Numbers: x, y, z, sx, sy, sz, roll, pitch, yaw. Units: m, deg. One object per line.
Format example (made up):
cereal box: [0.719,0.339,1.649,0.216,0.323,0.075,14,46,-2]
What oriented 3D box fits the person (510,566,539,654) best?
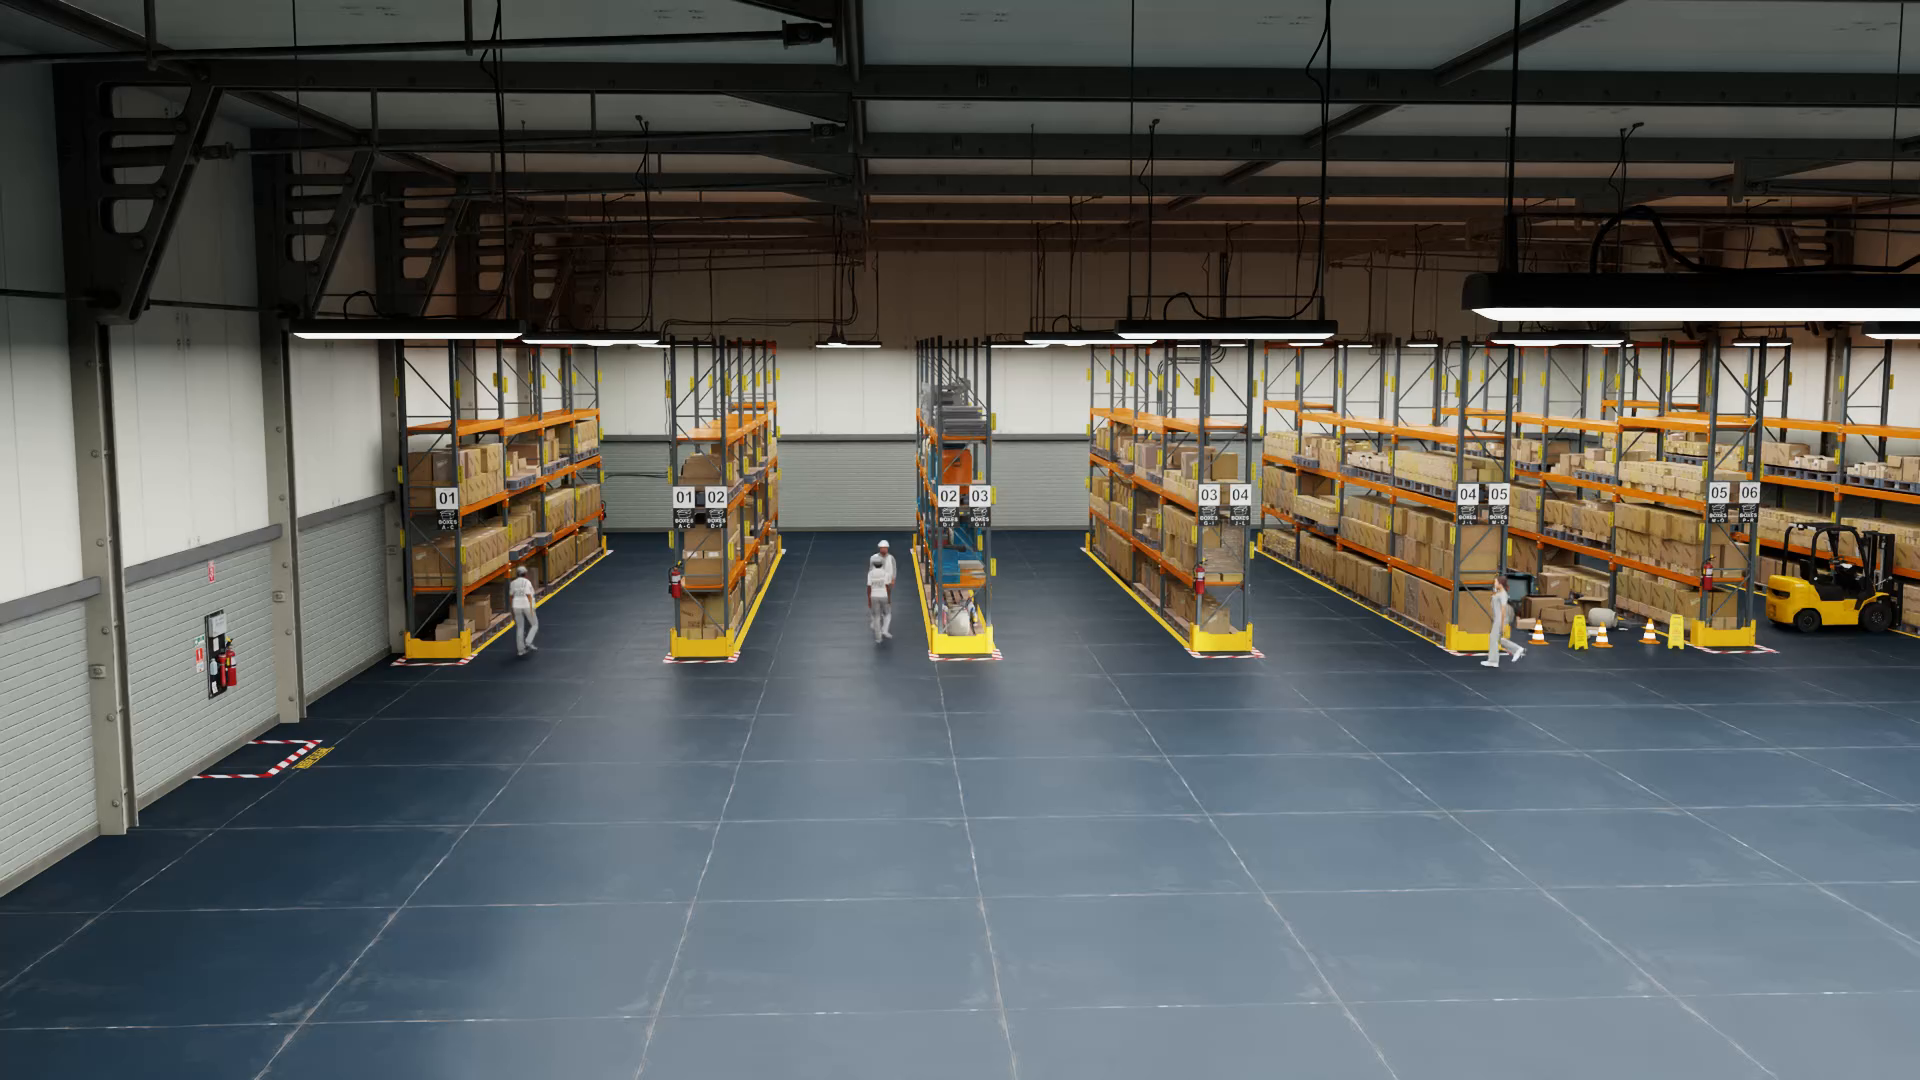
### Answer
person: [-8.257,1.327,31.476,0.547,1.652,0.516,1,7,4]

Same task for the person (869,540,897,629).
person: [-1.630,0.911,34.690,0.640,1.802,0.636,-2,7,-16]

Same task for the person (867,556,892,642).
person: [-1.578,1.176,32.791,0.510,1.655,0.435,1,7,5]

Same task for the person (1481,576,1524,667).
person: [9.858,1.472,30.130,0.765,1.650,0.453,1,7,8]
